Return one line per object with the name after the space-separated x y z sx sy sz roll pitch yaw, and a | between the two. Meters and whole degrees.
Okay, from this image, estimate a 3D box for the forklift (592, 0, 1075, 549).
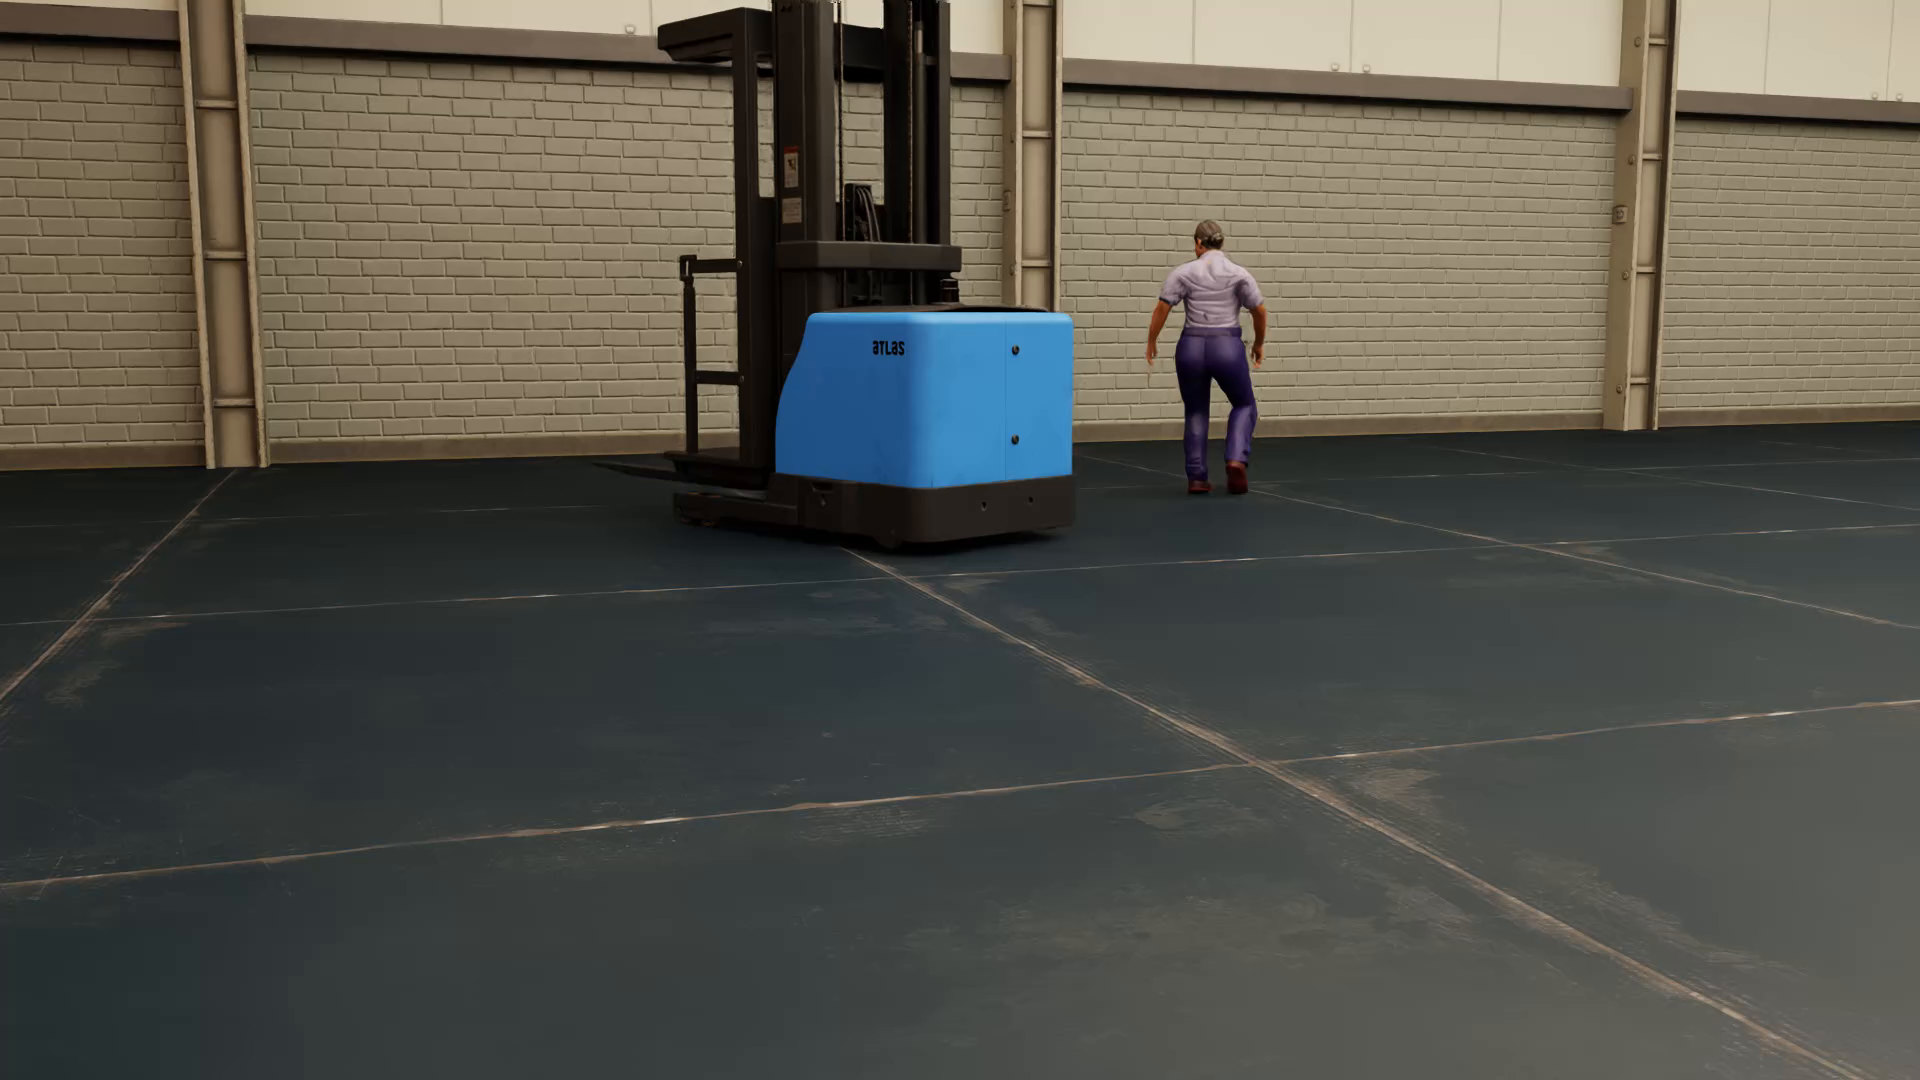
-0.828 -1.559 8.513 1.130 2.935 3.031 -7 11 -43 | forklift

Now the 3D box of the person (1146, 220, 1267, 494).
1.470 -1.075 9.956 0.732 1.620 0.451 3 8 21 | person
